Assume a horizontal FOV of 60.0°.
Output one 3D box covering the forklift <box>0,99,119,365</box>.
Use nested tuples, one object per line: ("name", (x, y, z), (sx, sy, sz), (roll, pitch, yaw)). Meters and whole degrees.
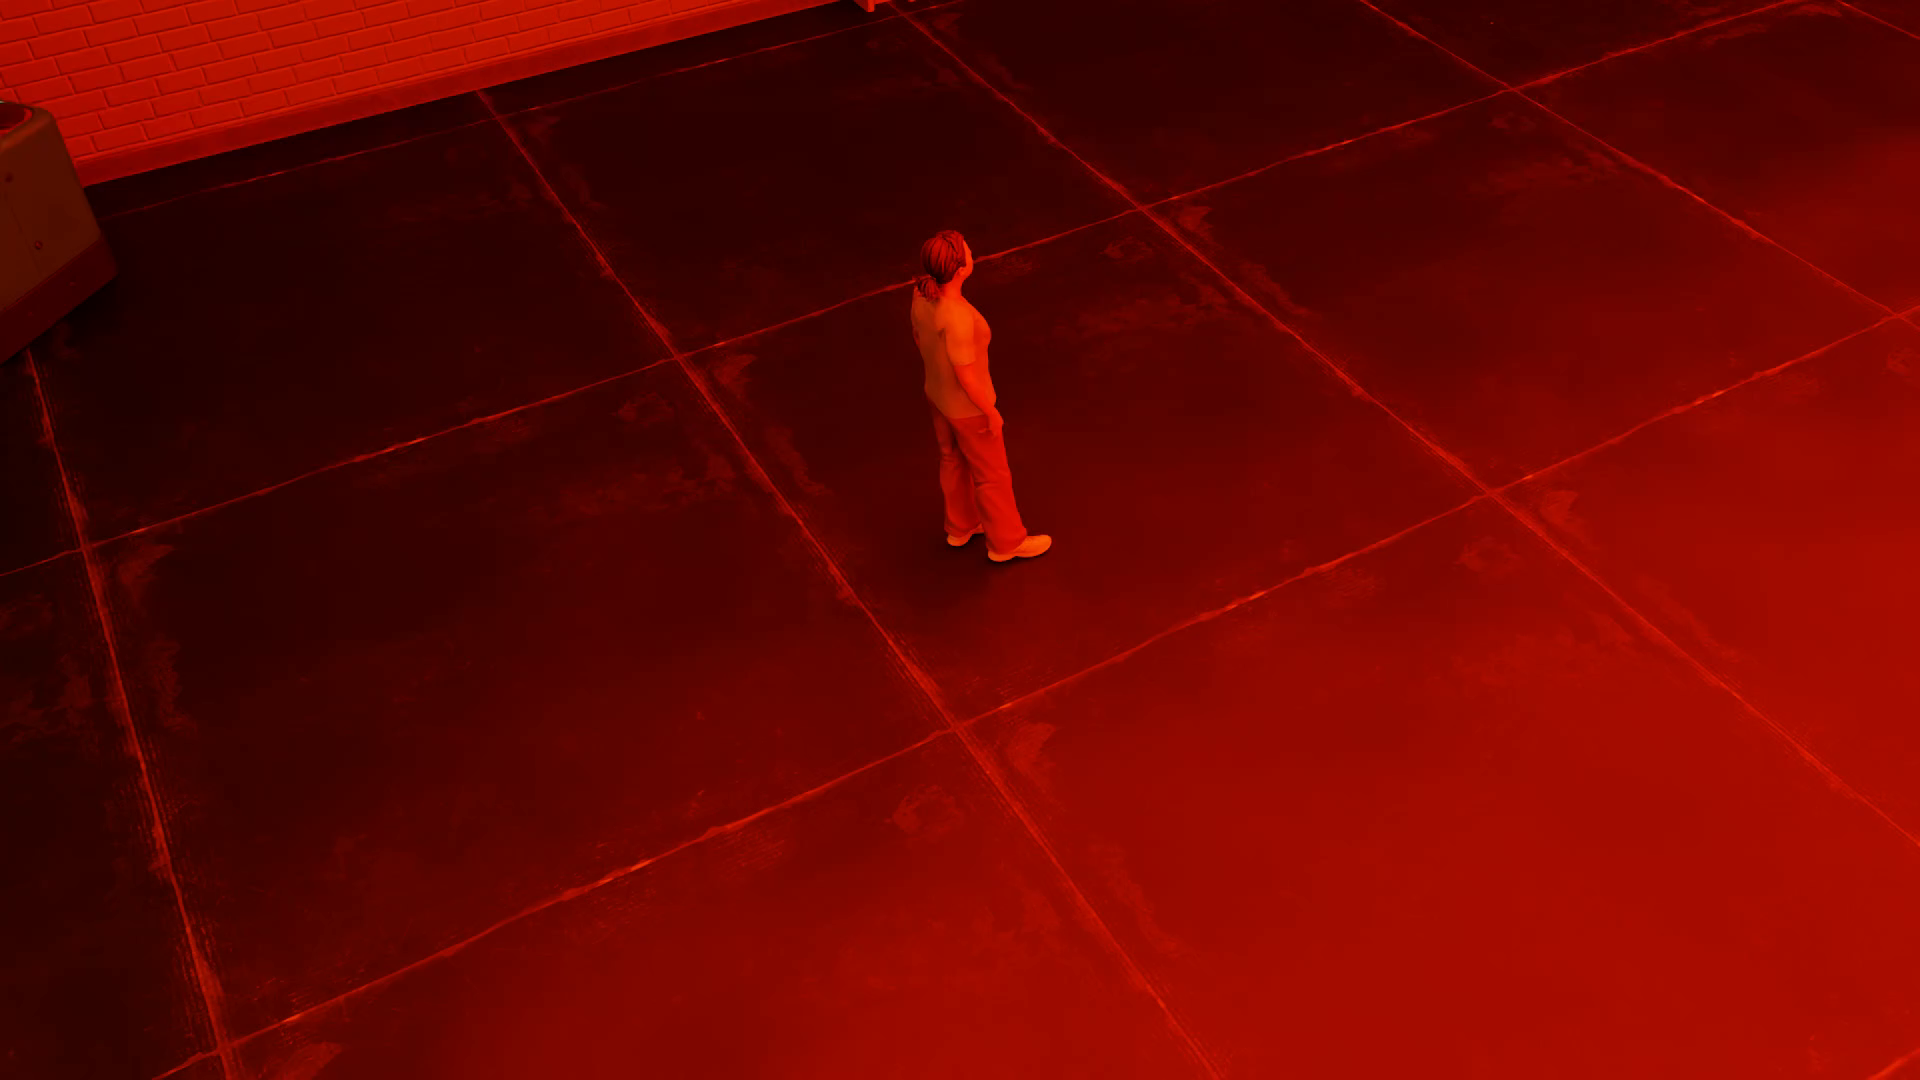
("forklift", (-6.313, -2.577, 8.476), (3.031, 2.935, 1.130), (14, 45, 14))

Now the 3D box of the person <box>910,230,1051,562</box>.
("person", (0.070, -0.638, 7.298), (0.548, 1.673, 0.553), (-21, 47, -21))
